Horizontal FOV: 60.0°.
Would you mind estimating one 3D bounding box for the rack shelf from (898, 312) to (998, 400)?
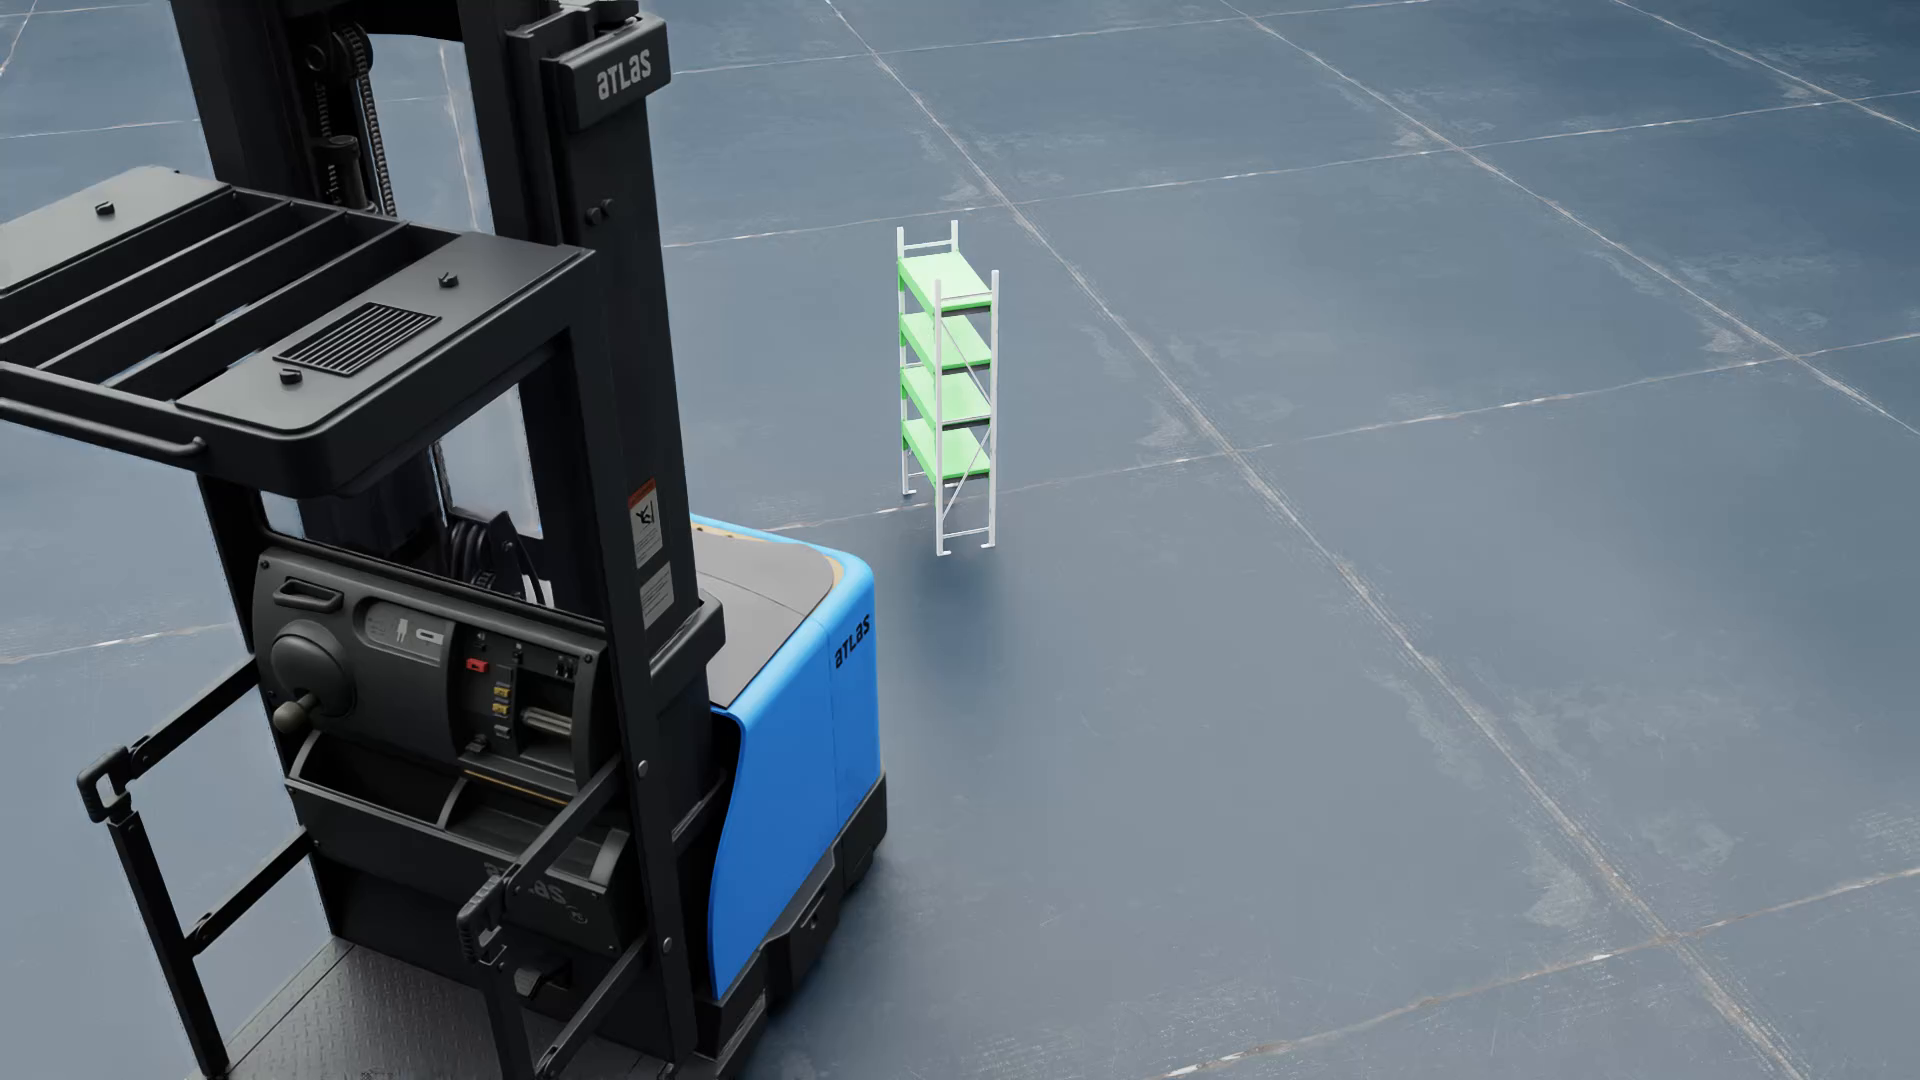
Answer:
[{"bbox_3d":[-0.050,-0.734,6.454,0.258,0.148,0.480,-10,35,-15],"label":"rack shelf"}]

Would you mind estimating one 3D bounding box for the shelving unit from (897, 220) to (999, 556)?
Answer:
[{"bbox_3d":[-0.050,-0.587,6.551,0.258,1.200,0.503,-10,35,-15],"label":"shelving unit"}]

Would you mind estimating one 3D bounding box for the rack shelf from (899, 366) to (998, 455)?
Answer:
[{"bbox_3d":[-0.050,-0.534,6.586,0.258,0.148,0.480,-10,35,-15],"label":"rack shelf"}]

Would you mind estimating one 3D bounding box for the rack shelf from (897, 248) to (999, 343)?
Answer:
[{"bbox_3d":[-0.050,-0.935,6.321,0.258,0.148,0.480,-10,35,-15],"label":"rack shelf"}]

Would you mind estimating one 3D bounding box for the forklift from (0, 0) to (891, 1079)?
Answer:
[{"bbox_3d":[-1.273,0.349,3.564,1.130,2.935,3.031,14,36,20],"label":"forklift"}]

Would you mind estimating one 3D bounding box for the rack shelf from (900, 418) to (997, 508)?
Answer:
[{"bbox_3d":[-0.050,-0.334,6.718,0.258,0.148,0.480,-10,35,-15],"label":"rack shelf"}]

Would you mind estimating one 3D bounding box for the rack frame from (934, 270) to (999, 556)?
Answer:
[{"bbox_3d":[0.024,-0.459,6.357,0.240,1.200,0.015,-10,35,-15],"label":"rack frame"}]

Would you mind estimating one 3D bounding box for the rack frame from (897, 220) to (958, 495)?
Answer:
[{"bbox_3d":[-0.125,-0.716,6.745,0.240,1.200,0.015,-10,35,-15],"label":"rack frame"}]
